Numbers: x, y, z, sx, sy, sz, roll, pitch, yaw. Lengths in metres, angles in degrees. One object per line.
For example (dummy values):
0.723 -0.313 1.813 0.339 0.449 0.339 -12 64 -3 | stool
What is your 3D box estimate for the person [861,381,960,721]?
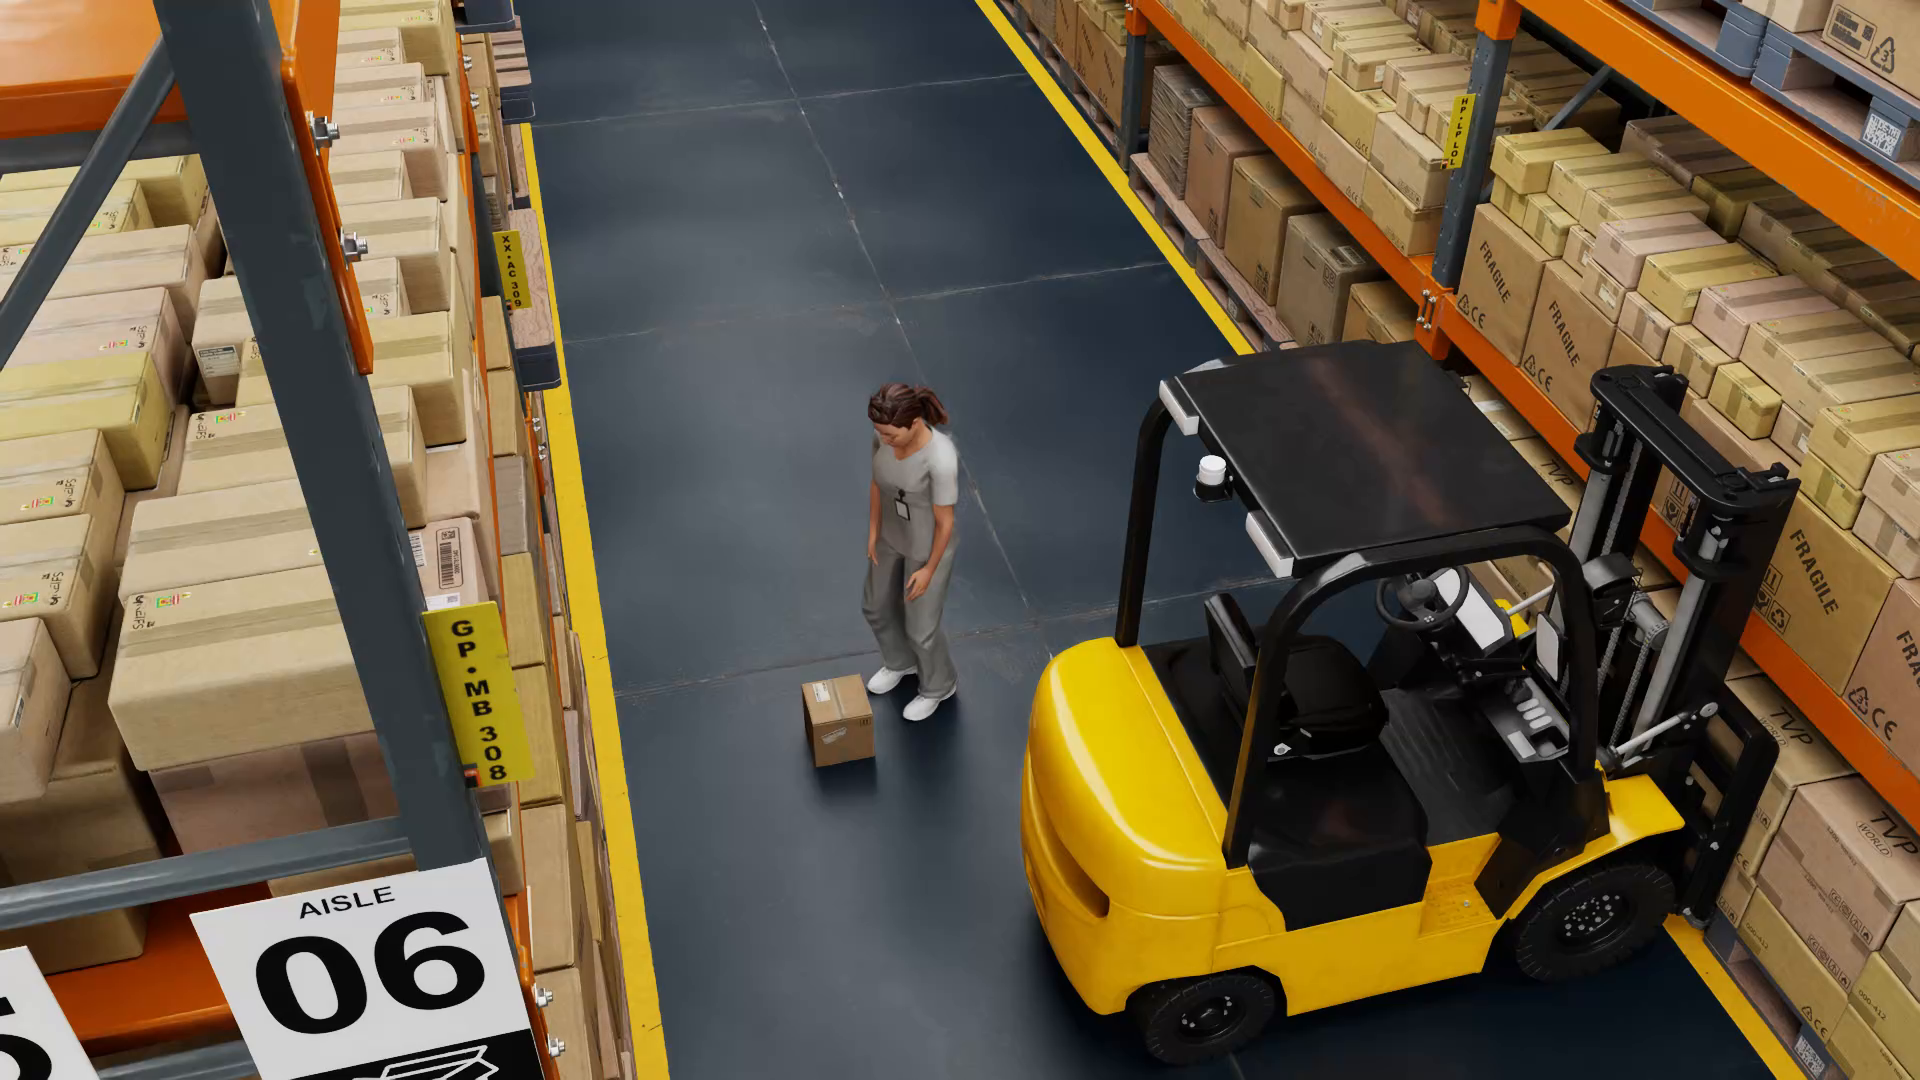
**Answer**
-0.189 0.034 6.710 0.370 1.637 0.458 -30 47 -32 | person
